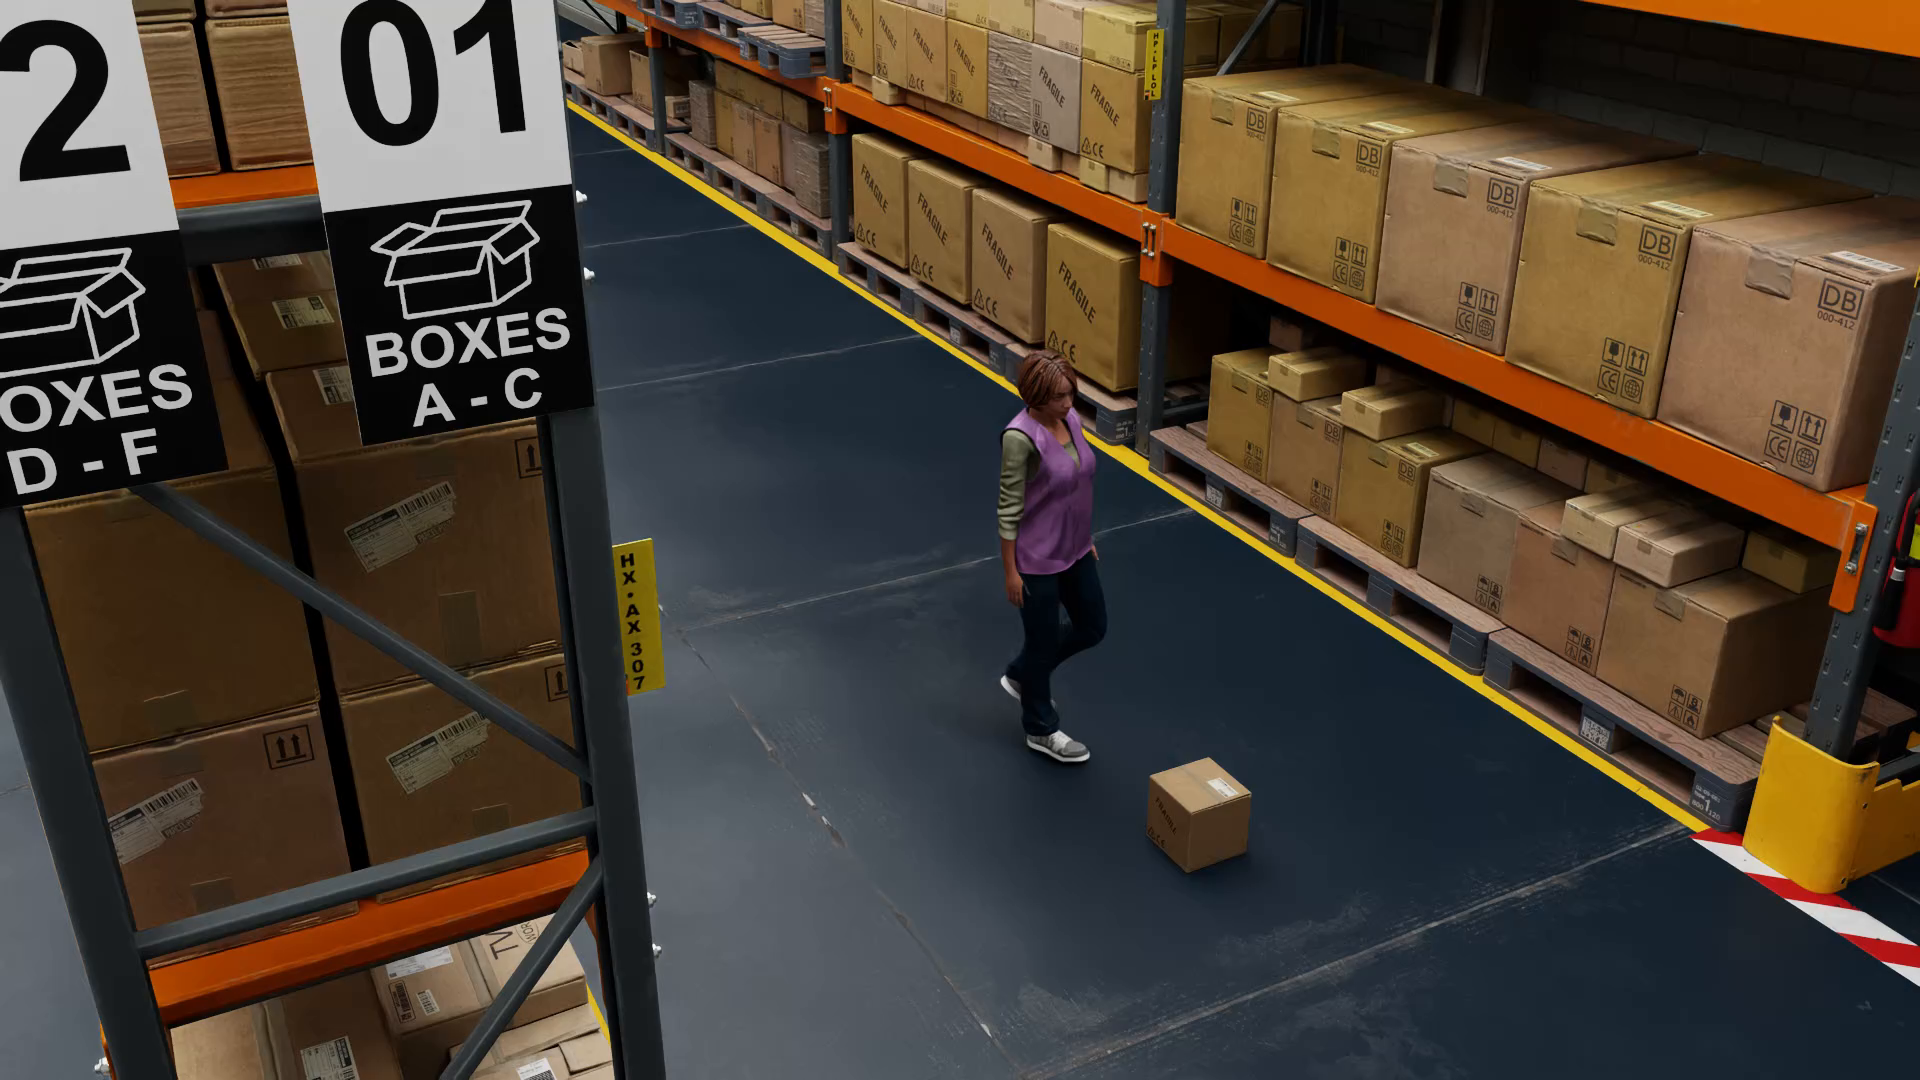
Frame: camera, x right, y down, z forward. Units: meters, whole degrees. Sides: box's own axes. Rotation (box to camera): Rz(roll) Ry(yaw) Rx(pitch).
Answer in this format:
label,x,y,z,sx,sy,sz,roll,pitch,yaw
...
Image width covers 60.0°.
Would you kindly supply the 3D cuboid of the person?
label,x,y,z,sx,sy,sz,roll,pitch,yaw
person,0.303,0.063,5.971,0.441,1.588,0.432,17,31,31
